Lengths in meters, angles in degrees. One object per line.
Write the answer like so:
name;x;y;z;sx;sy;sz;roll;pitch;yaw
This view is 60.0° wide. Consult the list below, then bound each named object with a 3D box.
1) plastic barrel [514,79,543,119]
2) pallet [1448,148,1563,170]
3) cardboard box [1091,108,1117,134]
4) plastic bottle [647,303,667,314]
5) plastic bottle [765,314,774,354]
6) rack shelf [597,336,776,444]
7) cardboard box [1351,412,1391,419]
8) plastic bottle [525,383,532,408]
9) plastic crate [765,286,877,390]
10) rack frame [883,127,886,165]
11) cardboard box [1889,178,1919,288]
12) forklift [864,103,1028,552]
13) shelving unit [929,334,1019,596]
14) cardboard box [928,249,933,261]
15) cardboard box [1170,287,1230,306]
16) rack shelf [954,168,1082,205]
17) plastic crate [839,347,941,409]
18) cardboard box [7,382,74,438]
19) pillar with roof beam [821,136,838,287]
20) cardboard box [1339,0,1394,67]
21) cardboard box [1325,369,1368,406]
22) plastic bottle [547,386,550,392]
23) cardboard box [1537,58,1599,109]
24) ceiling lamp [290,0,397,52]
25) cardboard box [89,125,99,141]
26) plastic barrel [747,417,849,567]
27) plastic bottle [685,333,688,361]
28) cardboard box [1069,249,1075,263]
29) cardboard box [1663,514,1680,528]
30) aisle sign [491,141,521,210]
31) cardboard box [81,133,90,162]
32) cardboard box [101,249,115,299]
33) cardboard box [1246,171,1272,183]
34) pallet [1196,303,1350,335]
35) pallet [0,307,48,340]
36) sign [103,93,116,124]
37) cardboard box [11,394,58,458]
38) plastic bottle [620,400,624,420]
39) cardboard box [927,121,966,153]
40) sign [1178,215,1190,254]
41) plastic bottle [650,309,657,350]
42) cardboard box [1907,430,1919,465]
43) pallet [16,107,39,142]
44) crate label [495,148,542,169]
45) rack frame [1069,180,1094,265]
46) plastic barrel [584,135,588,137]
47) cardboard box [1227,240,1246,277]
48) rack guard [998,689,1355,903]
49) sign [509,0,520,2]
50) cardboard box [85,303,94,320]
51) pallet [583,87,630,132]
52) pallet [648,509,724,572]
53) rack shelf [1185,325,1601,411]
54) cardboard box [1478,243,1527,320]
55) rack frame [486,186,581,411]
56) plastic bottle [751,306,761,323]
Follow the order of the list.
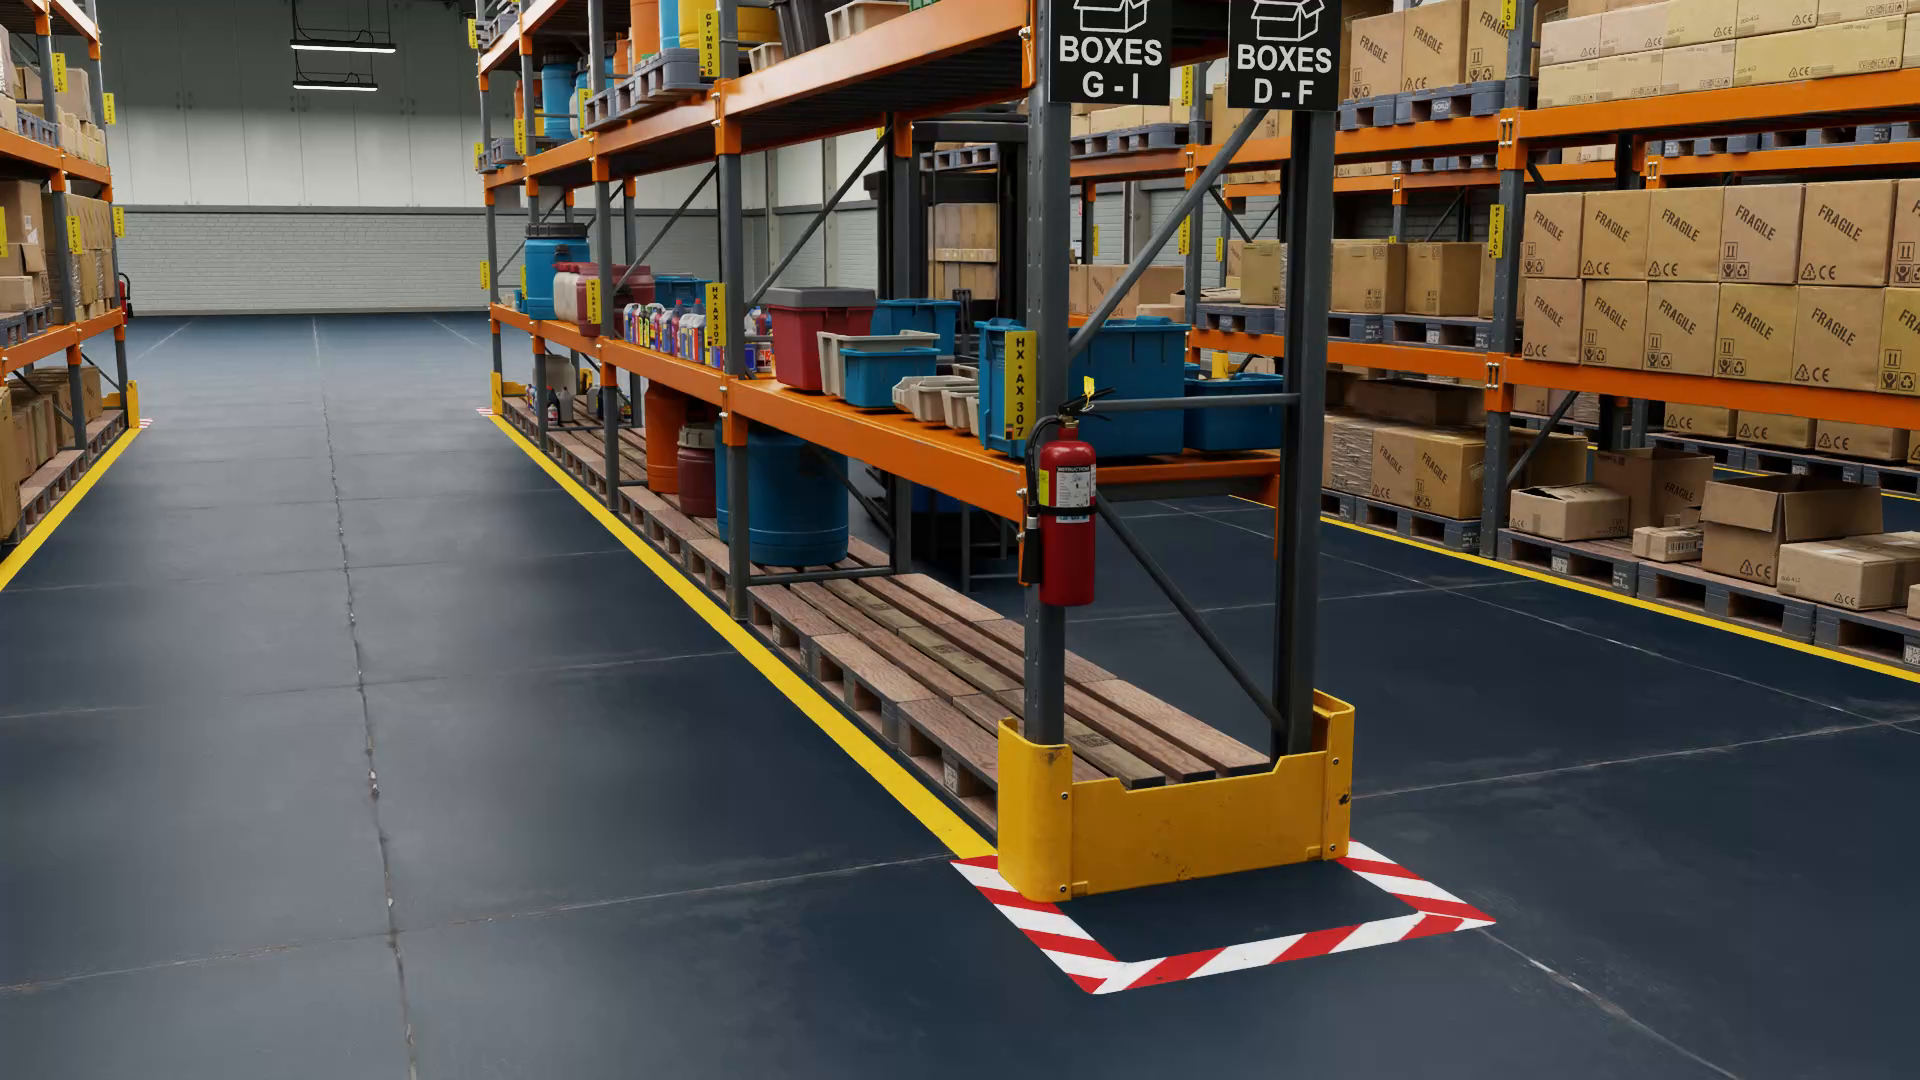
plastic barrel;-4.814;-4.857;19.172;0.600;0.830;0.708;-4;11;-21
pallet;6.077;-4.117;17.973;1.213;0.211;1.003;-4;11;-21
cardboard box;1.594;-3.988;15.940;0.500;0.250;0.500;-5;11;-26
plastic bottle;-2.213;-1.585;12.122;0.152;0.276;0.135;-4;11;-21
plastic bottle;-1.214;-1.344;10.776;0.097;0.271;0.097;0;10;0
rack shelf;-1.485;-1.047;10.797;1.077;0.370;4.000;-4;11;-21
cardboard box;3.349;-0.720;12.784;0.500;0.500;0.500;-4;11;-23
plastic bottle;-4.742;-1.591;18.335;0.097;0.271;0.097;0;10;0
plastic crate;-0.671;-0.974;7.979;0.402;0.464;0.583;-4;11;-21
rack frame;-0.491;-6.301;21.148;1.000;3.000;0.127;-4;11;-21
cardboard box;4.706;-1.415;7.669;0.500;0.500;0.500;-4;11;-19
forklift;-0.082;-1.579;11.927;1.130;2.935;3.031;-2;10;-11
shelving unit;0.154;-0.516;10.036;0.538;1.500;1.048;-2;10;-11
cardboard box;-0.174;-3.470;20.224;0.380;0.149;0.250;-4;11;-23
cardboard box;2.265;-2.156;15.230;0.500;0.311;0.500;-4;11;-22
rack shelf;0.234;-4.144;19.639;1.077;0.370;4.000;-4;11;-21
plastic crate;-0.294;-0.688;7.030;0.416;0.233;0.300;-4;11;-21
cardboard box;-8.598;-1.203;15.559;0.500;0.500;0.500;0;10;-3
pillar with roof beam;-7.525;-10.201;43.072;9.100;9.000;0.548;-4;11;-21
cardboard box;2.930;-3.822;12.635;0.500;0.500;0.500;-4;11;-21
cardboard box;2.990;-1.250;13.623;0.500;0.250;0.500;-3;11;-19
plastic bottle;-4.231;-1.411;17.097;0.144;0.351;0.185;-4;11;-24
cardboard box;3.803;-2.697;9.878;0.500;0.250;0.500;-4;11;-21
ceiling lamp;-12.450;-11.429;33.309;2.000;3.185;0.800;-4;11;-21
cardboard box;-9.034;-4.166;17.000;0.380;0.149;0.250;-4;11;-21
plastic barrel;-0.942;-0.338;9.551;0.600;0.901;0.708;-4;11;-21
plastic bottle;-1.636;-1.202;10.180;0.097;0.201;0.097;0;10;0
cardboard box;1.042;-3.119;18.253;0.380;0.149;0.250;-4;11;-21
cardboard box;4.520;-0.069;10.129;0.380;0.149;0.250;-4;11;-21
aisle sign;-5.408;-4.307;19.644;0.394;0.787;0.004;-4;11;-21
cardboard box;-8.765;-3.812;16.151;0.500;0.250;0.500;-4;11;-22
cardboard box;-9.259;-2.750;17.177;0.875;0.500;0.500;-4;11;-21
cardboard box;4.174;-5.038;22.270;0.500;0.500;0.500;-3;11;-17
pallet;2.719;-1.841;13.752;1.213;0.211;1.003;-4;11;-21
pallet;-7.582;-1.640;12.620;1.003;0.211;1.213;-4;11;-21
sign;-9.201;-4.664;17.982;0.100;0.325;0.005;-4;11;-21
cardboard box;-8.073;-0.951;14.082;0.700;0.500;0.500;-5;11;-25
plastic bottle;-3.440;-1.333;17.081;0.097;0.201;0.097;0;10;0
cardboard box;-0.144;-4.861;19.732;0.500;0.500;0.500;-4;11;-21
sign;1.892;-2.576;14.030;0.100;0.325;0.005;-4;11;-21
plastic bottle;-2.038;-1.418;11.193;0.097;0.271;0.097;0;10;0
cardboard box;8.117;-0.950;13.134;0.750;0.750;0.750;-4;11;-20
pallet;-7.773;-3.174;12.671;1.213;0.211;1.003;-4;11;-21
crate label;-4.739;-4.111;17.825;0.502;0.251;0.408;-4;11;-21
rack frame;0.959;-2.695;18.003;1.000;3.000;0.127;-4;11;-21
plastic barrel;-2.888;-3.329;13.402;0.301;0.262;0.301;0;10;0
cardboard box;4.018;-3.871;22.845;0.500;0.500;0.500;-4;11;-21
rack guard;0.710;0.812;5.429;1.175;0.500;0.348;-4;11;-21
sign;-4.176;-5.198;15.546;0.100;0.325;0.005;-4;11;-21
cardboard box;-8.420;-2.161;15.723;0.380;0.149;0.250;-4;11;-21
pallet;-2.024;-2.981;11.586;1.003;0.211;1.213;-4;11;-21
pallet;-1.447;-0.030;10.987;1.003;0.211;1.213;-4;11;-21
rack shelf;3.133;-1.361;12.560;1.077;0.370;4.000;-4;11;-21
cardboard box;3.894;-1.736;11.131;0.700;0.500;0.500;-9;13;-40
rack frame;-5.109;-3.034;19.910;1.000;3.000;0.127;-4;11;-21
plastic bottle;-1.416;-1.504;11.680;0.097;0.271;0.097;0;10;0
